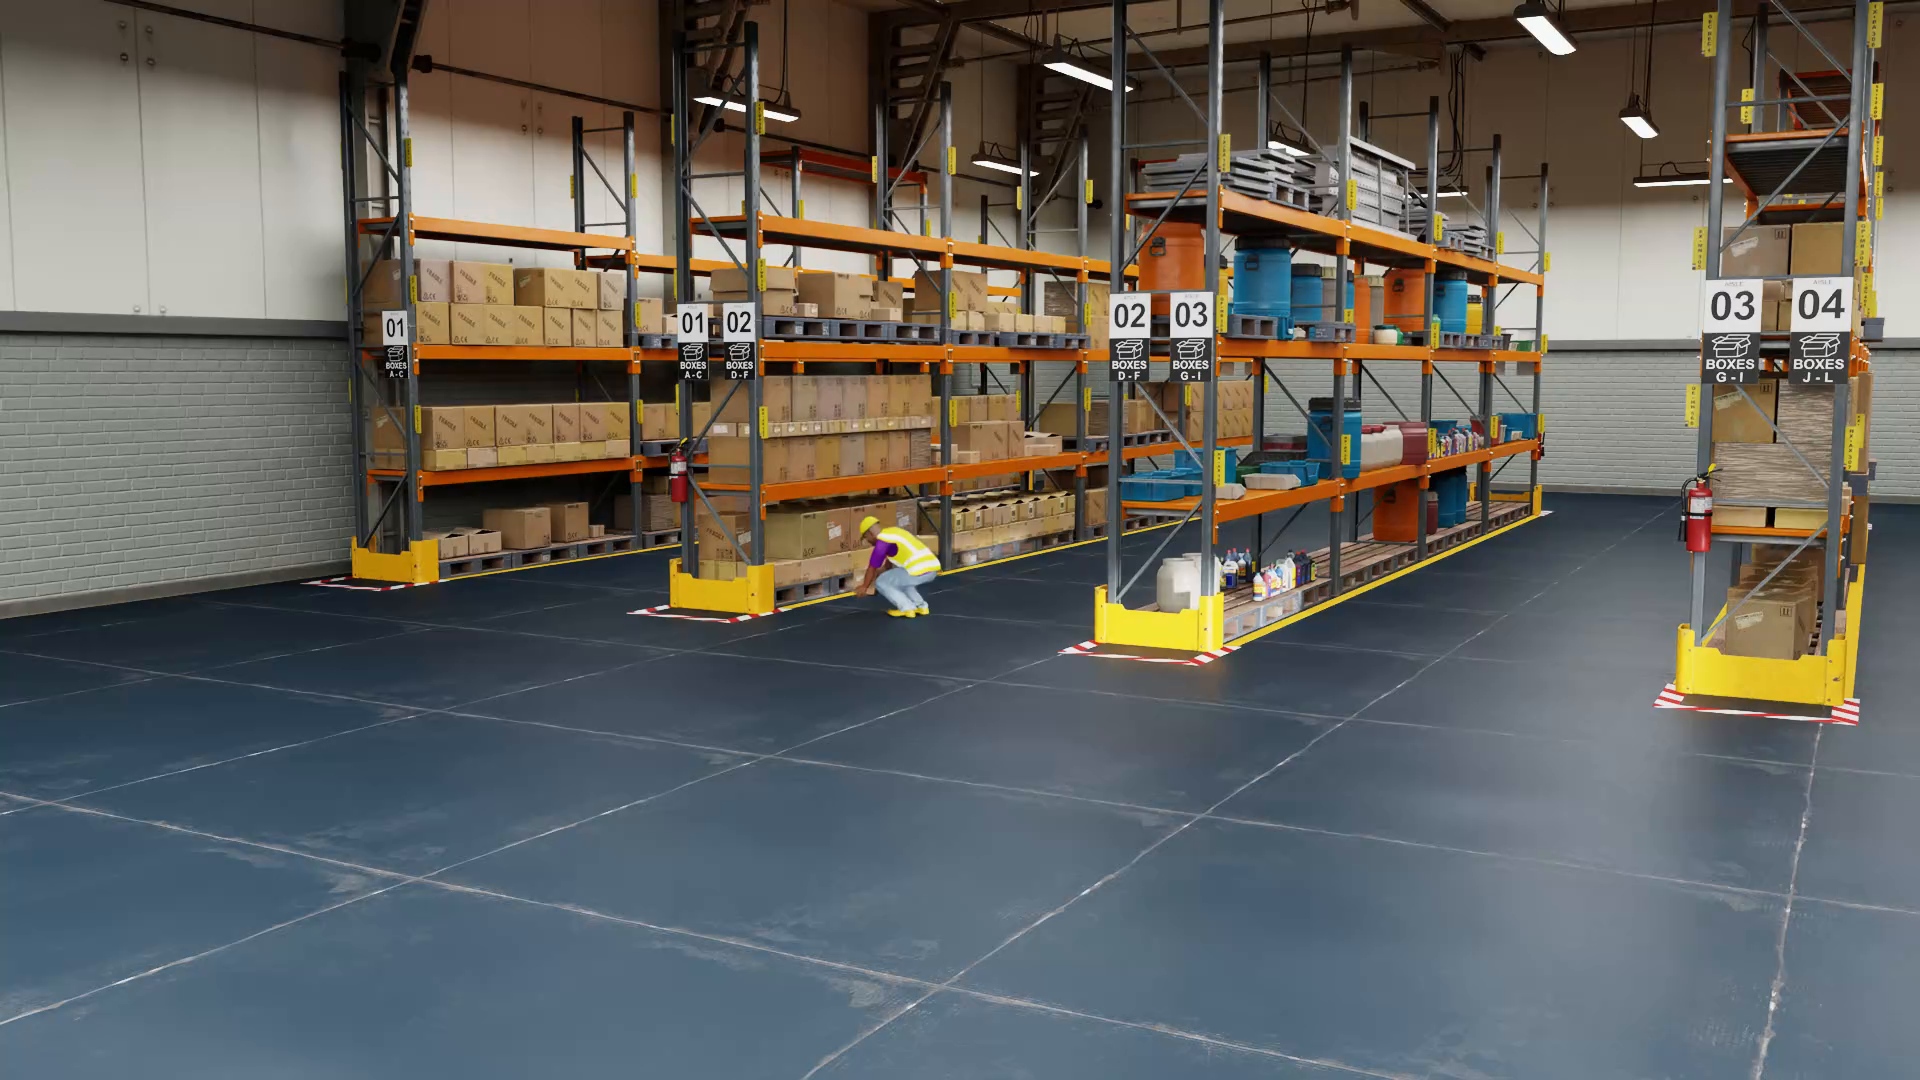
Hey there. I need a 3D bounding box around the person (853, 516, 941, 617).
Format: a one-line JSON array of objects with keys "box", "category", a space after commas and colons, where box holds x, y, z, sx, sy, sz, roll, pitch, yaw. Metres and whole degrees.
[{"box": [-0.664, 0.269, 17.137, 0.898, 1.012, 0.544, 3, 7, 27], "category": "person"}]
